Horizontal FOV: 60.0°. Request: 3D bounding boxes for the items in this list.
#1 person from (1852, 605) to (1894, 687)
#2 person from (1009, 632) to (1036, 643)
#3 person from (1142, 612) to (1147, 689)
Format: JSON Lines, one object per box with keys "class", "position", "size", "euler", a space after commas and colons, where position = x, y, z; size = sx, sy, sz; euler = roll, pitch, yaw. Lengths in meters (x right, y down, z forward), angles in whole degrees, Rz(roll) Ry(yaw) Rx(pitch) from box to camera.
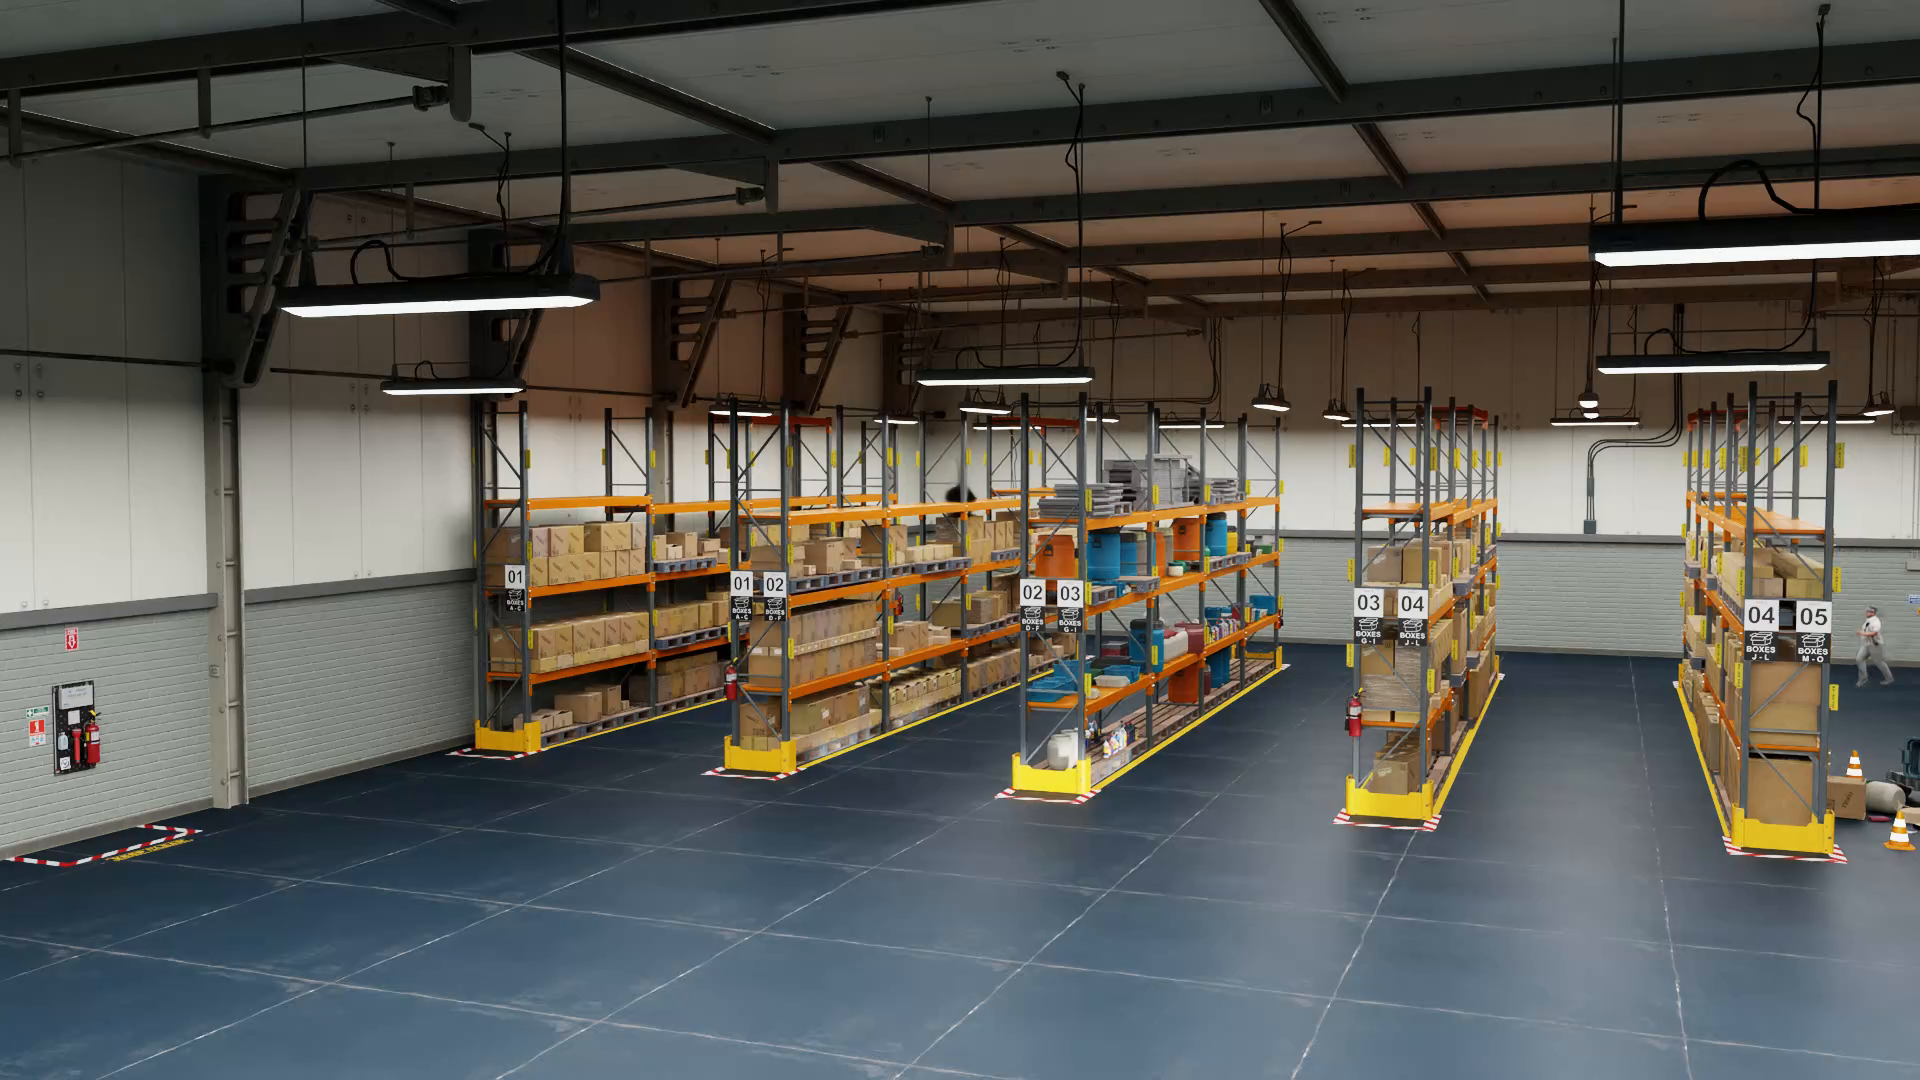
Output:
{"class": "person", "position": [20.060, 2.347, 36.546], "size": [0.877, 1.847, 0.634], "euler": [0, 3, 6]}
{"class": "person", "position": [1.737, 2.085, 43.599], "size": [0.883, 1.606, 0.556], "euler": [2, 3, 34]}
{"class": "person", "position": [4.089, 2.388, 36.240], "size": [0.663, 1.708, 0.693], "euler": [1, 3, 10]}
